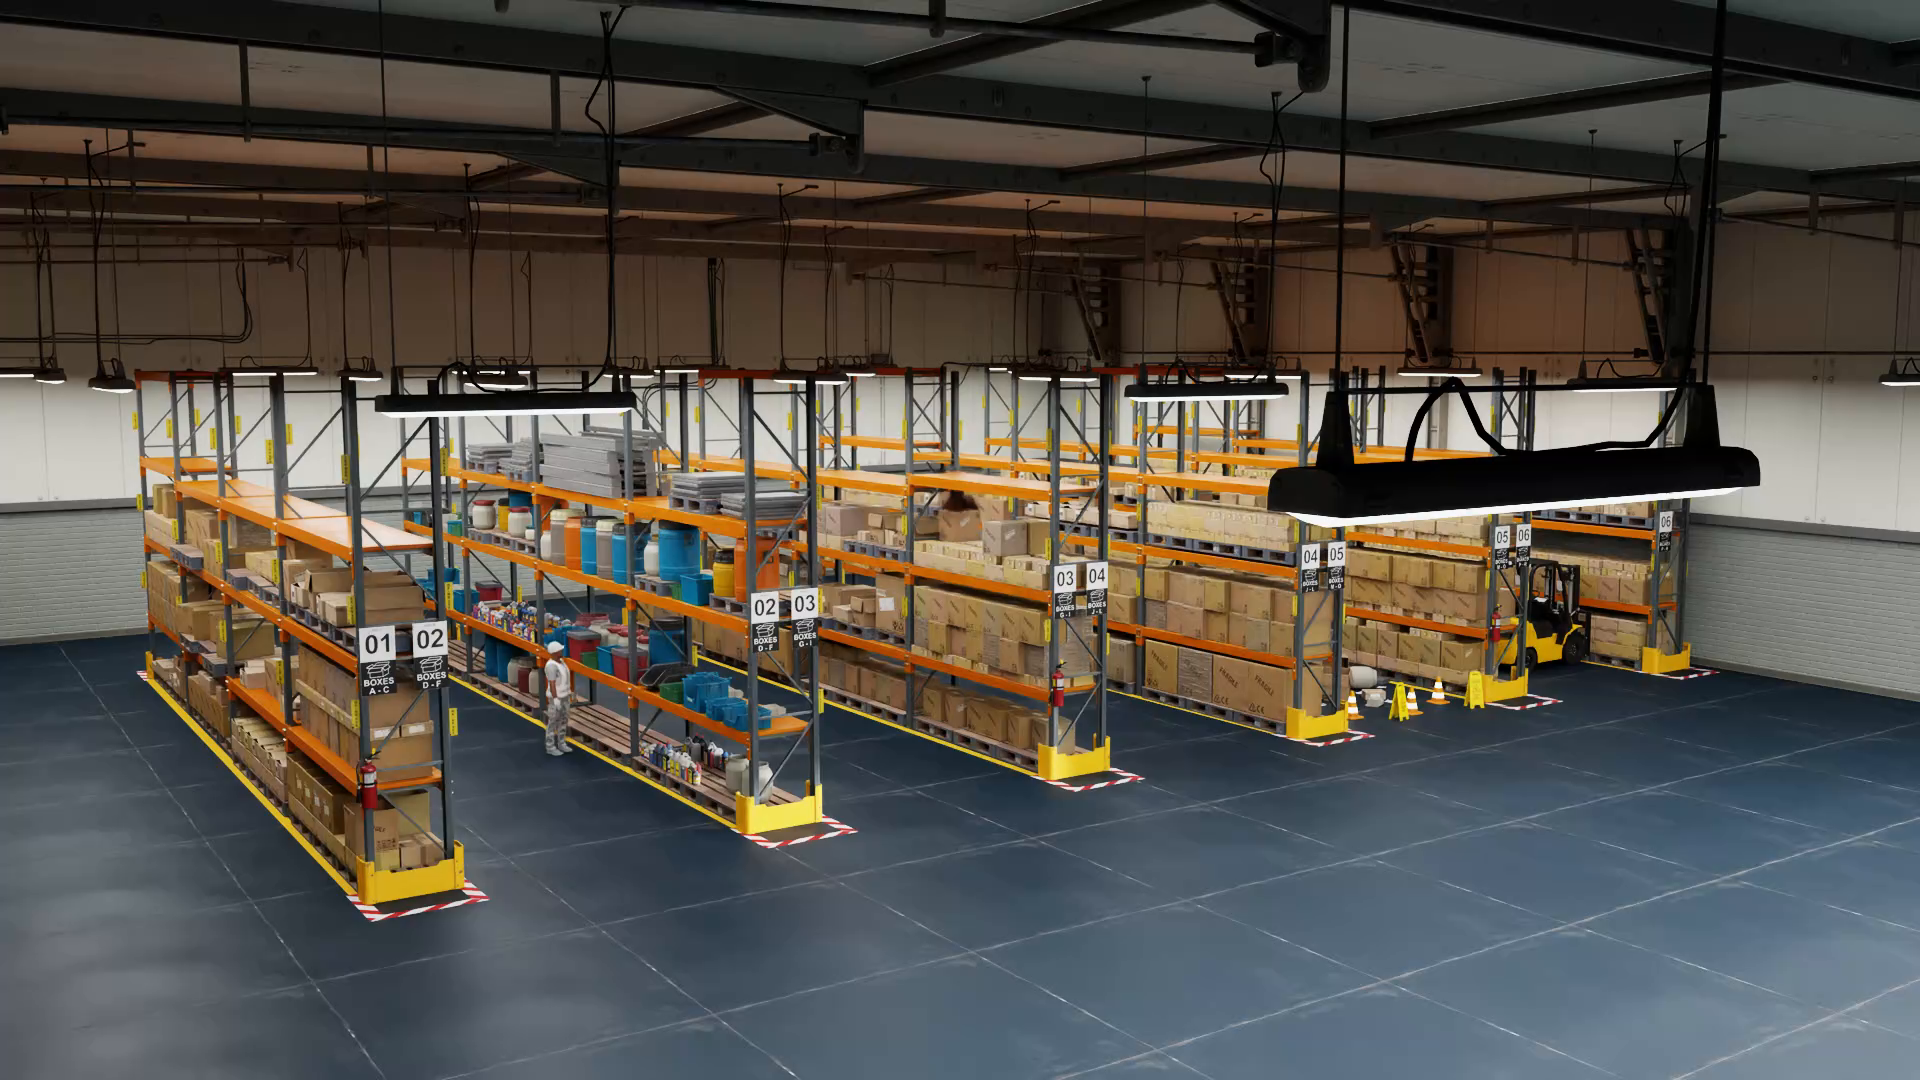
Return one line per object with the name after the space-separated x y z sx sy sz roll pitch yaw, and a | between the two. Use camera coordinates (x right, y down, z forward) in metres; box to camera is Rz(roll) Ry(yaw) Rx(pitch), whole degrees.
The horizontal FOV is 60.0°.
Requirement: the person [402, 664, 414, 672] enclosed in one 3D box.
-10.395 1.978 31.067 0.728 1.727 1.008 -1 7 -8 | person

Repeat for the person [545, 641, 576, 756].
-6.336 2.478 26.274 0.378 1.795 0.625 2 7 16 | person

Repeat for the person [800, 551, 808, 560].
-4.058 0.528 43.557 0.630 1.722 1.081 0 6 3 | person
